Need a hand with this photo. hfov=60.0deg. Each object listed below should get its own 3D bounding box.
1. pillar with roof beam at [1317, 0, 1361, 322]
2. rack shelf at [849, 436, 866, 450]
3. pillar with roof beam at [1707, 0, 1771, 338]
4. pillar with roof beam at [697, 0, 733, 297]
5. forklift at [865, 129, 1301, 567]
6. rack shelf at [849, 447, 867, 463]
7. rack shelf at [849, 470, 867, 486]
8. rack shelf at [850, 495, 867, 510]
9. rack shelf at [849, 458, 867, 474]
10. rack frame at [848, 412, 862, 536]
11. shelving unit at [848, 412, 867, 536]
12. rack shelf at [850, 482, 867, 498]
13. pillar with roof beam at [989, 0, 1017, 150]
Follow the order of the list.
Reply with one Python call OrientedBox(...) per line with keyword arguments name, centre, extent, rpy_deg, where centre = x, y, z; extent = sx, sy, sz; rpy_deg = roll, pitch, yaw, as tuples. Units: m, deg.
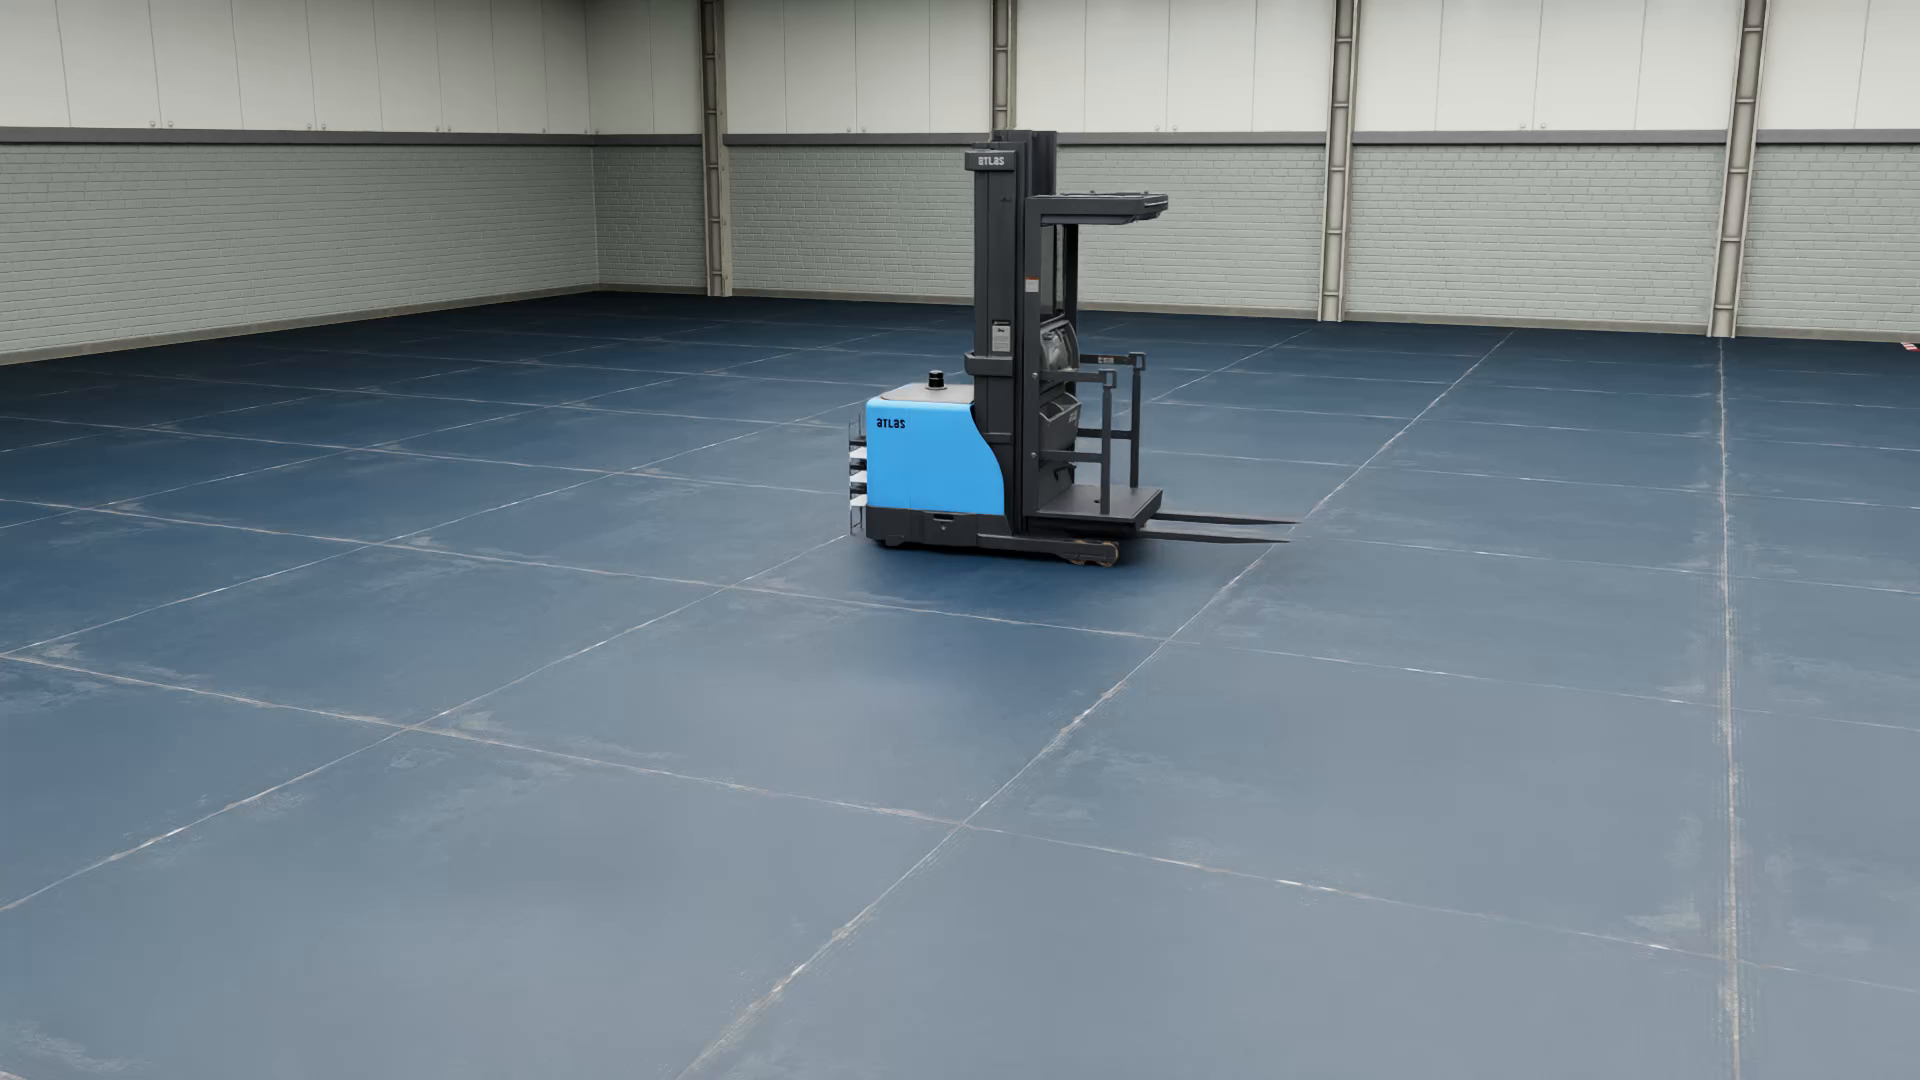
OrientedBox(name="pillar with roof beam", centre=(4.506, -7.180, 23.154), extent=(0.400, 9.000, 9.100), rpy_deg=(6, 14, 23))
OrientedBox(name="rack shelf", centre=(-0.682, -0.716, 12.299), extent=(0.200, 0.077, 0.258), rpy_deg=(4, 14, 17))
OrientedBox(name="pillar with roof beam", centre=(9.992, -6.625, 20.788), extent=(0.400, 9.000, 9.100), rpy_deg=(6, 14, 23))
OrientedBox(name="pillar with roof beam", centre=(-6.466, -8.290, 27.886), extent=(0.400, 9.000, 9.100), rpy_deg=(6, 14, 23))
OrientedBox(name="forklift", centre=(0.891, -1.379, 11.715), extent=(3.031, 2.935, 1.130), rpy_deg=(4, 14, 17))
OrientedBox(name="rack shelf", centre=(-0.682, -0.628, 12.320), extent=(0.200, 0.077, 0.258), rpy_deg=(4, 14, 17))
OrientedBox(name="rack shelf", centre=(-0.682, -0.453, 12.361), extent=(0.200, 0.077, 0.258), rpy_deg=(4, 14, 17))
OrientedBox(name="rack shelf", centre=(-0.682, -0.278, 12.402), extent=(0.200, 0.077, 0.258), rpy_deg=(4, 14, 17))
OrientedBox(name="rack shelf", centre=(-0.682, -0.541, 12.341), extent=(0.200, 0.077, 0.258), rpy_deg=(4, 14, 17))
OrientedBox(name="rack frame", centre=(-0.779, -0.492, 12.383), extent=(0.006, 0.900, 0.240), rpy_deg=(4, 14, 17))
OrientedBox(name="shelving unit", centre=(-0.682, -0.485, 12.354), extent=(0.210, 0.900, 0.258), rpy_deg=(4, 14, 17))
OrientedBox(name="rack shelf", centre=(-0.682, -0.365, 12.382), extent=(0.200, 0.077, 0.258), rpy_deg=(4, 14, 17))
OrientedBox(name="pillar with roof beam", centre=(-0.980, -7.735, 25.520), extent=(0.400, 9.000, 9.100), rpy_deg=(6, 14, 23))
